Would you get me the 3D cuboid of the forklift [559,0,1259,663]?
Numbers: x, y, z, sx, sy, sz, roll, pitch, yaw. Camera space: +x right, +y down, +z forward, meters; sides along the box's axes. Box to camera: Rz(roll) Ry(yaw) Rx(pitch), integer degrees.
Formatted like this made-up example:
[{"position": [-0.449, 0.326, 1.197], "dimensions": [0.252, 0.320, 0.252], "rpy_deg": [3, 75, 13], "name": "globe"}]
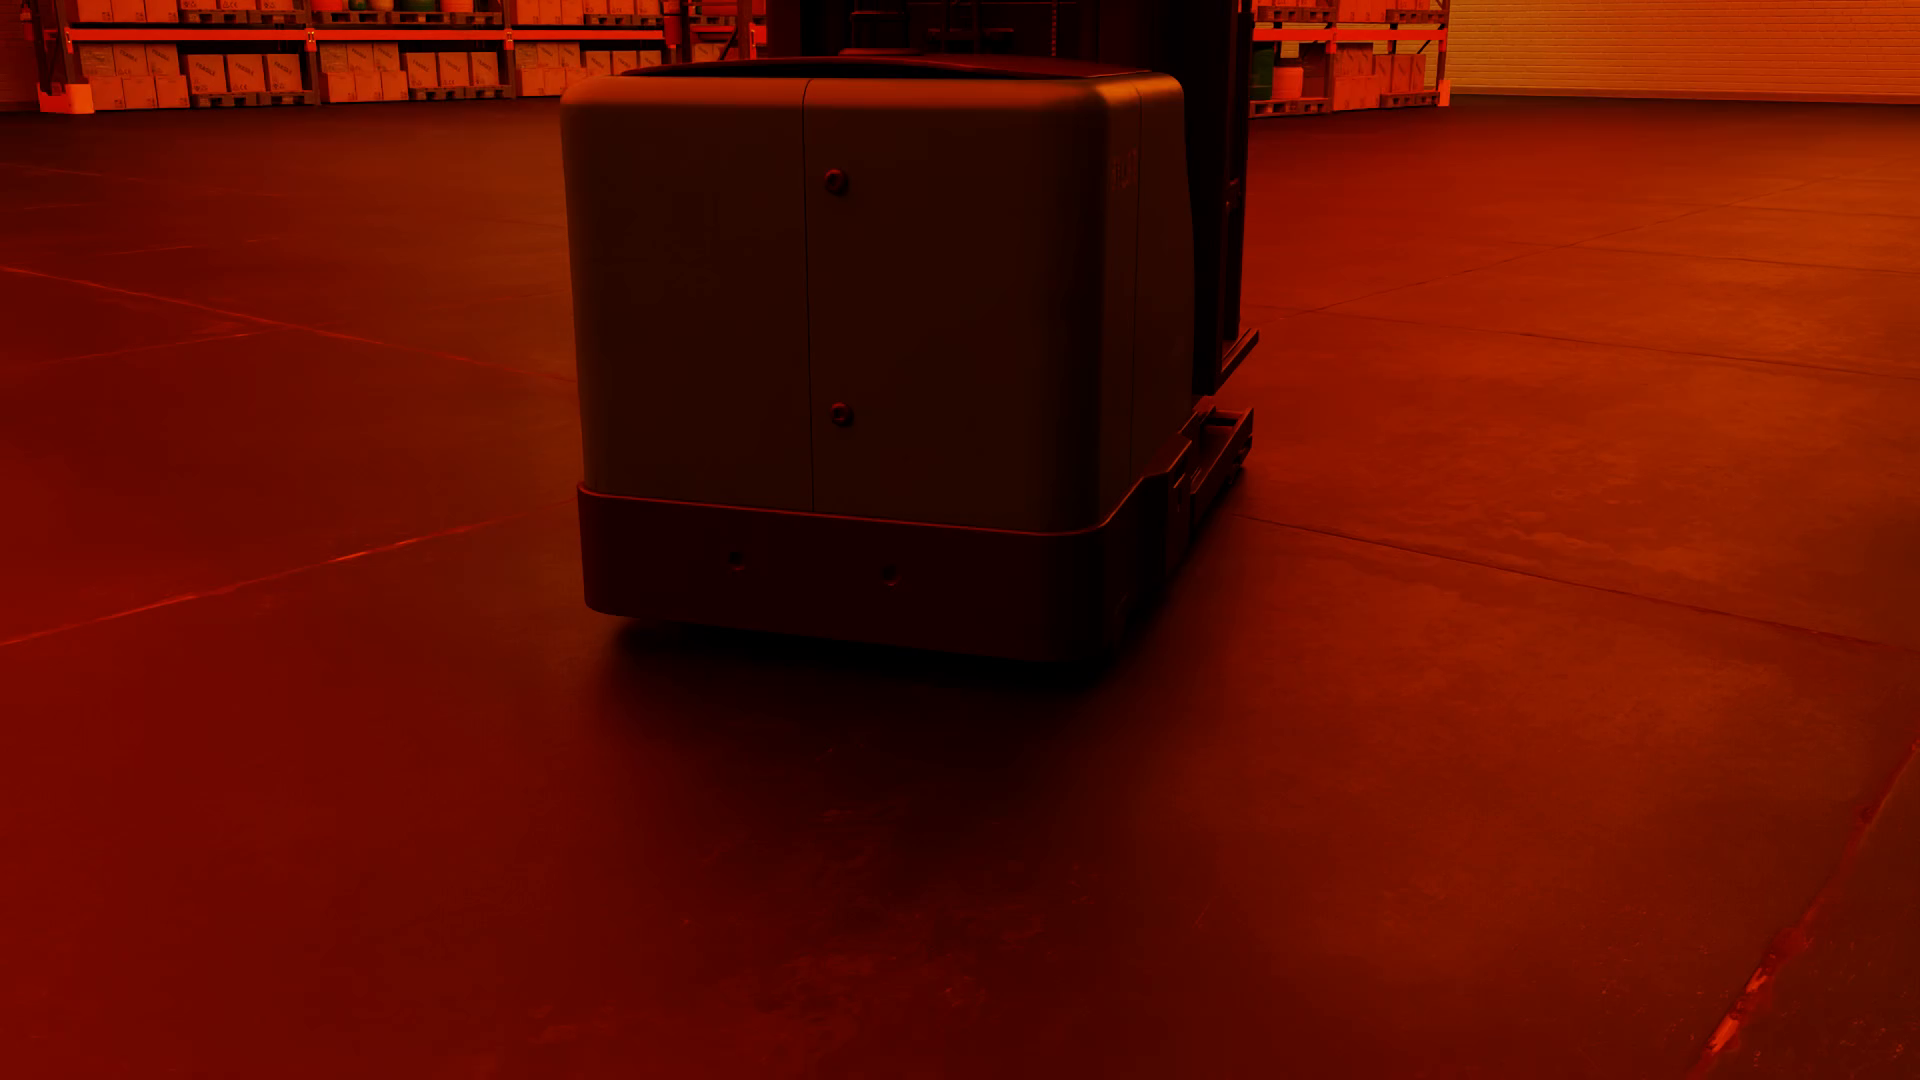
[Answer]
[{"position": [0.182, -1.571, 4.072], "dimensions": [1.130, 2.935, 3.031], "rpy_deg": [5, 18, 17], "name": "forklift"}]
